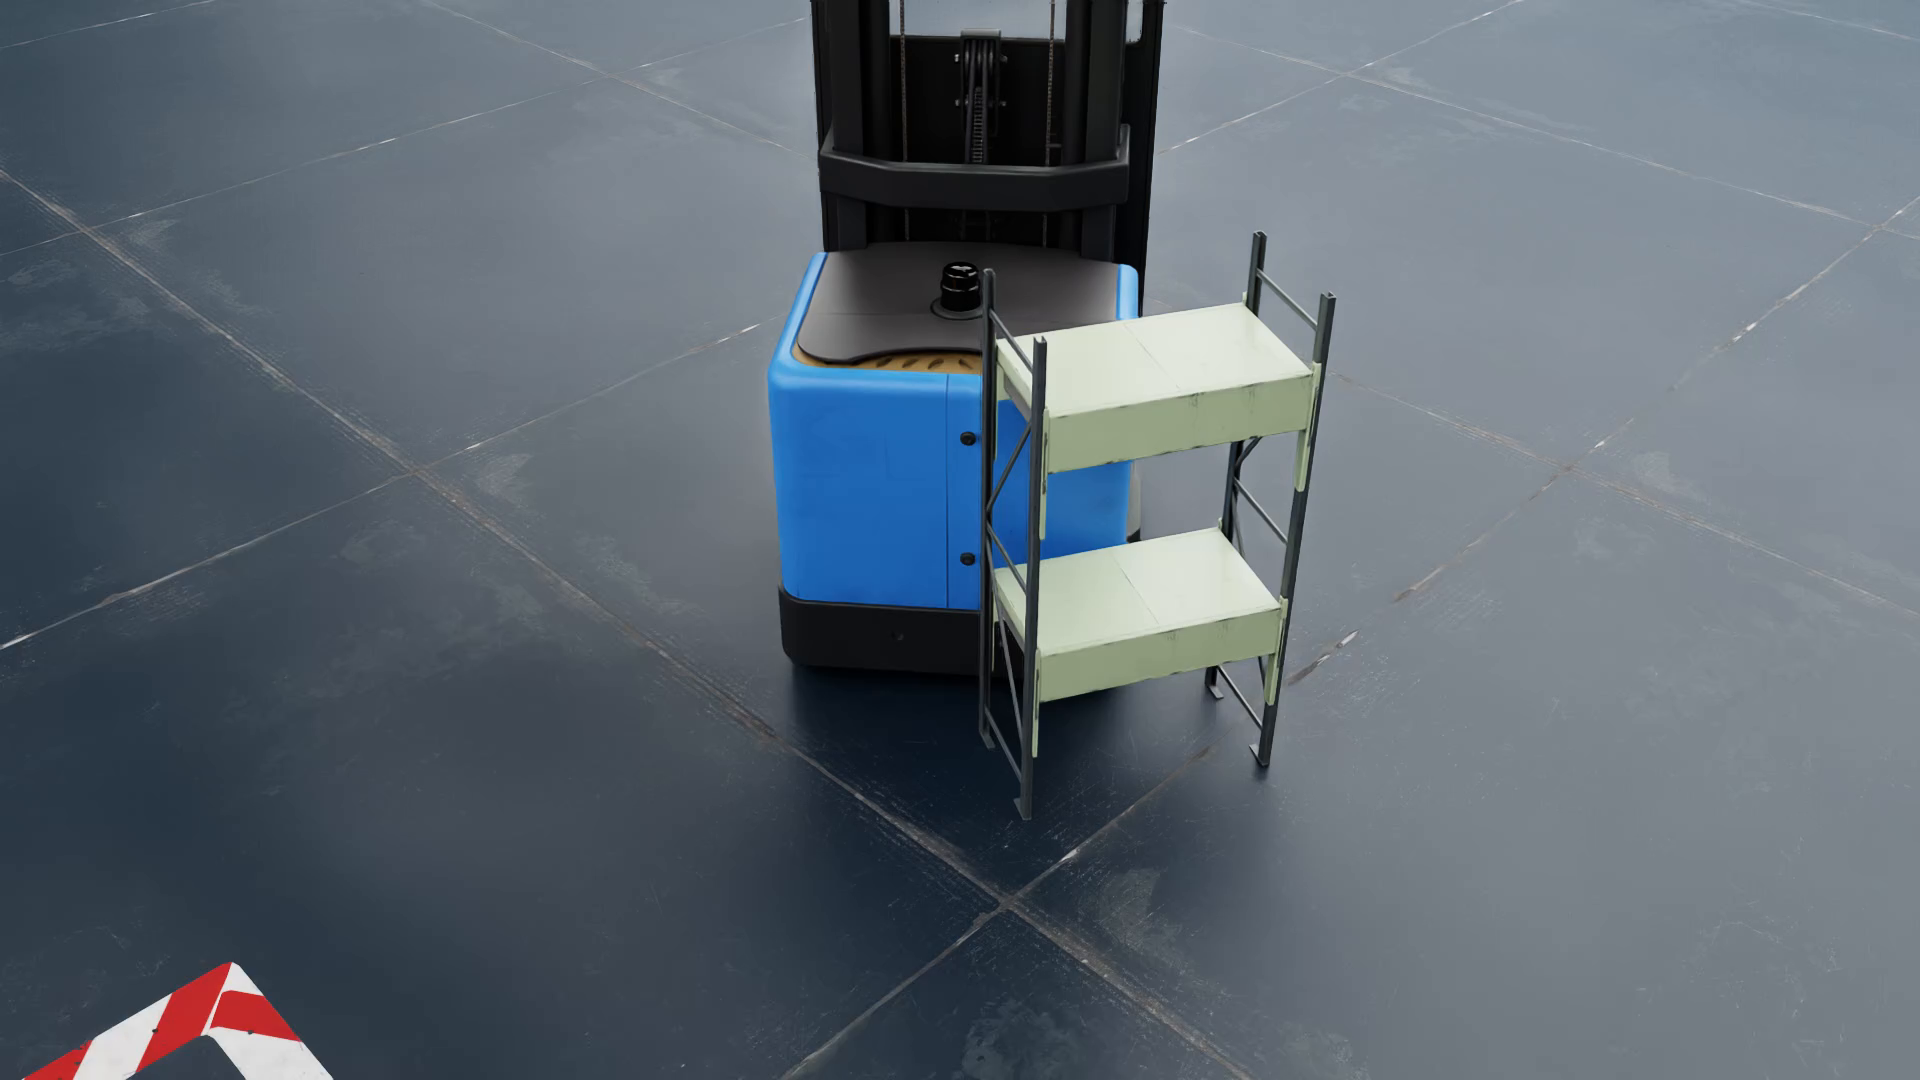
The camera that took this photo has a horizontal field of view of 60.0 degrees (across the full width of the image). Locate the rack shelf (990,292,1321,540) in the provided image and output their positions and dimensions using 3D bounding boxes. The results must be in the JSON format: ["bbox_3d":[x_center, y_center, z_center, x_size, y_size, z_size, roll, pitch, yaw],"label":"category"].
[{"bbox_3d":[0.476,-0.325,4.223,0.720,0.370,0.431,-10,36,-15],"label":"rack shelf"}]

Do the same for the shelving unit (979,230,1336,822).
[{"bbox_3d":[0.476,-0.005,4.446,0.755,1.500,0.431,-10,36,-15],"label":"shelving unit"}]

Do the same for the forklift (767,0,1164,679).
[{"bbox_3d":[0.108,-1.599,5.480,1.130,2.935,3.031,3,35,4],"label":"forklift"}]

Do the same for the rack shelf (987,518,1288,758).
[{"bbox_3d":[0.476,0.262,4.633,0.720,0.370,0.431,-10,36,-15],"label":"rack shelf"}]

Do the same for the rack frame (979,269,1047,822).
[{"bbox_3d":[0.127,0.059,4.354,0.023,1.500,0.400,-10,36,-15],"label":"rack frame"}]

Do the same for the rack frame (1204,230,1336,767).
[{"bbox_3d":[0.824,-0.069,4.538,0.023,1.500,0.400,-10,36,-15],"label":"rack frame"}]
